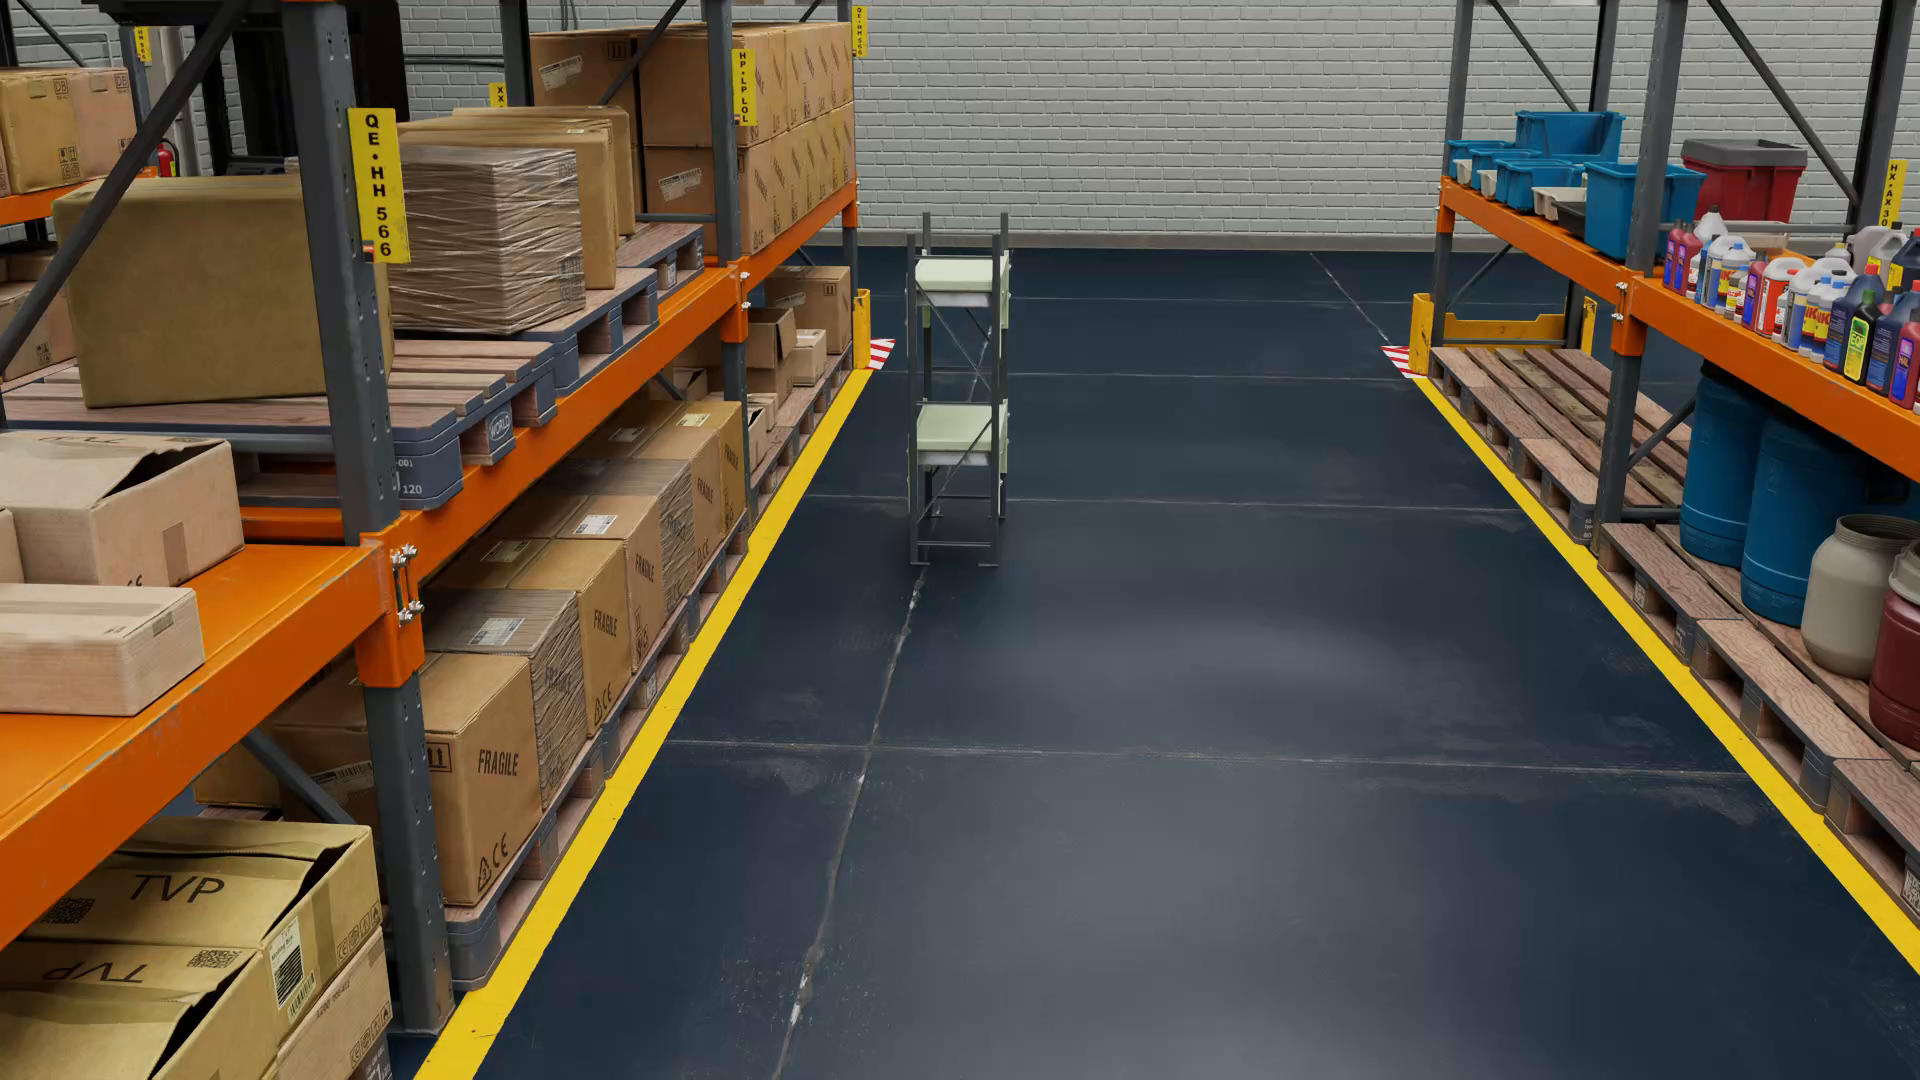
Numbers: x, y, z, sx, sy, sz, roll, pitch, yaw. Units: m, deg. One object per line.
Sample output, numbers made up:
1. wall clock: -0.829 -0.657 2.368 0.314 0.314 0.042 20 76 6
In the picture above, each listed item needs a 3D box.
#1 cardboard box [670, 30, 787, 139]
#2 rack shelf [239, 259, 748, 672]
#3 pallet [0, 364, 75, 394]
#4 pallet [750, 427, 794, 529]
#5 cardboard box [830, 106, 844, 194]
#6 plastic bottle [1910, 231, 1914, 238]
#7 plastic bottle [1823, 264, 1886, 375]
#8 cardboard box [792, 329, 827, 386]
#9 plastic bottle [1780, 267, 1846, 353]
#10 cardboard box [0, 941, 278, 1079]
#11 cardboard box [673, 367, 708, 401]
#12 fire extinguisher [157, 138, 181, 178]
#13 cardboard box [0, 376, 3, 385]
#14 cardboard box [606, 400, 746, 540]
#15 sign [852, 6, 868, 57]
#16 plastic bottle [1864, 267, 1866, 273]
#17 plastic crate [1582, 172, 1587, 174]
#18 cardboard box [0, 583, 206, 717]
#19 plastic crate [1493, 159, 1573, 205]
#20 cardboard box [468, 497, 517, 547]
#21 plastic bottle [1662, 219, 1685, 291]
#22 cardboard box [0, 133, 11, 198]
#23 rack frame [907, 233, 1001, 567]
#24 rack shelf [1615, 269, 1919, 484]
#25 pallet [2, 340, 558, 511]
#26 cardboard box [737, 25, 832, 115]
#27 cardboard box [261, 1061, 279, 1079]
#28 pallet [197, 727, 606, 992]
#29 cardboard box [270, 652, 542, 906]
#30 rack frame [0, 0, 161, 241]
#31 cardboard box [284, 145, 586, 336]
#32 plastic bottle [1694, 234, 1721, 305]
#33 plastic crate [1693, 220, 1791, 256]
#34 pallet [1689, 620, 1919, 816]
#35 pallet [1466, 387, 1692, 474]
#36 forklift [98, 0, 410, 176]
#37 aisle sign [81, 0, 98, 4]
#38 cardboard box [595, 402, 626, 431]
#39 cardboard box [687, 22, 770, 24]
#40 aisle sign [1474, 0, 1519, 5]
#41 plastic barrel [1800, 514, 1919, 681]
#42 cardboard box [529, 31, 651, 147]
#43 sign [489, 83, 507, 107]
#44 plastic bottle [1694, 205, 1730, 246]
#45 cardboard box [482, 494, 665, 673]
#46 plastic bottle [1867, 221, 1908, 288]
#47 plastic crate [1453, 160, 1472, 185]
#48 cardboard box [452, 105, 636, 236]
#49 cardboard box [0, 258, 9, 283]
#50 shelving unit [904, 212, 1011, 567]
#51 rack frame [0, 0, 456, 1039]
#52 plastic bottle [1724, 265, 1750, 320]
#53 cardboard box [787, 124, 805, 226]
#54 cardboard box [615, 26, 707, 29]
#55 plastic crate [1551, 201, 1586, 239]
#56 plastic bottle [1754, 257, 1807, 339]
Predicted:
1. cardboard box: -1.154 -2.280 8.299 0.500 0.500 0.500 1 18 2
2. rack shelf: -1.649 -0.494 5.770 1.077 0.370 4.000 1 18 4
3. pallet: -6.229 -0.856 10.197 1.003 0.211 1.213 1 18 4
4. pallet: -1.455 -0.345 8.639 1.003 0.211 1.213 1 18 4
5. cardboard box: -1.013 -2.441 10.394 0.500 0.500 0.500 1 18 4
6. plastic bottle: 3.758 -1.088 6.613 0.061 0.283 0.133 1 18 4
7. plastic bottle: 2.909 -0.717 5.374 0.144 0.351 0.185 1 18 4
8. cardboard box: -1.110 -1.133 10.274 0.500 0.250 0.500 1 18 4
9. plastic bottle: 2.939 -0.792 5.722 0.152 0.276 0.135 1 18 4
10. cardboard box: -1.615 0.955 3.031 0.500 0.311 0.500 1 18 3
11. cardboard box: -1.694 -0.805 9.174 0.500 0.311 0.500 1 18 4
12. fire extinguisher: -5.689 -2.632 11.860 0.296 0.674 0.183 1 18 4
13. cardboard box: -6.212 -1.124 9.875 0.700 0.500 0.500 2 18 5
14. cardboard box: -1.255 -0.319 7.387 0.500 0.500 0.500 1 18 4
15. sign: -0.666 -3.382 11.059 0.100 0.325 0.005 1 18 4
16. plastic bottle: 3.577 -1.005 6.492 0.097 0.201 0.097 0 18 0
17. plastic crate: 3.809 -2.144 9.977 0.396 0.136 0.243 1 18 4
18. cardboard box: -1.581 0.190 2.930 0.380 0.149 0.250 1 18 4
19. plastic crate: 3.281 -2.059 9.561 0.416 0.233 0.300 1 18 4
20. cardboard box: -1.890 0.144 5.974 0.500 0.500 0.500 1 18 2
21. plastic bottle: 2.983 -1.186 6.912 0.061 0.283 0.133 1 18 4
22. cardboard box: -6.291 -2.330 9.736 0.980 0.700 0.700 0 18 1
23. rack frame: -0.027 -0.597 7.336 0.400 1.500 0.023 1 18 4
24. rack shelf: 3.292 -0.383 5.429 1.077 0.370 4.000 1 18 4
25. pallet: -1.814 -0.336 4.439 1.213 0.211 1.003 1 18 4
26. cardboard box: -1.044 -2.760 9.762 0.500 0.500 0.500 2 18 5
27. cardboard box: -1.620 1.221 3.121 0.500 0.250 0.500 1 18 3
28. pallet: -1.701 0.879 4.901 1.003 0.211 1.213 1 18 4
29. cardboard box: -1.474 0.629 4.495 0.500 0.500 0.500 2 18 6
30. rack frame: -6.160 -2.809 11.679 1.000 3.000 0.127 1 18 4
31. cardboard box: -1.603 -0.940 5.140 0.700 0.500 0.500 5 19 14
32. plastic bottle: 2.977 -1.072 6.585 0.097 0.271 0.097 0 18 0
33. plastic crate: 3.611 -1.390 7.676 0.396 0.136 0.243 1 18 4
34. pallet: 3.253 0.598 5.759 1.003 0.211 1.213 1 18 4
35. pallet: 3.534 -0.630 9.506 1.003 0.211 1.213 1 18 4
36. forklift: -3.685 -1.860 8.893 1.130 2.935 3.031 6 19 17
37. aisle sign: -5.855 -4.060 11.322 0.394 0.787 0.004 1 18 4
38. cardboard box: -1.783 -0.334 7.432 0.500 0.500 0.500 0 18 1
39. cardboard box: -1.513 -3.090 10.771 0.500 0.500 0.500 2 18 6
40. aisle sign: 3.431 -3.852 10.688 0.394 0.787 0.004 1 18 4
41. plastic barrel: 3.199 0.199 5.820 0.421 0.512 0.421 0 18 0
42. cardboard box: -1.727 -2.143 7.879 0.500 0.500 0.500 1 18 4
43. sign: -2.047 -1.879 7.448 0.100 0.325 0.005 1 18 4
44. plastic bottle: 3.084 -1.208 6.870 0.144 0.351 0.185 1 18 4
45. cardboard box: -1.369 0.148 5.962 0.500 0.500 0.500 1 18 2
46. plastic bottle: 3.552 -1.033 6.336 0.144 0.351 0.185 1 18 4
47. plastic crate: 3.270 -2.324 10.526 0.250 0.136 0.298 1 18 4
48. cardboard box: -1.762 -1.562 7.039 0.700 0.500 0.500 -5 19 -15
49. cardboard box: -6.355 -1.718 10.646 0.380 0.149 0.250 1 18 4
50. shelving unit: 0.000 -0.711 7.683 0.431 1.500 0.755 1 18 4
51. rack frame: -1.792 -0.215 3.762 1.000 3.000 0.127 1 18 4
52. plastic bottle: 2.953 -0.937 6.284 0.097 0.201 0.097 0 18 0
53. cardboard box: -1.125 -1.972 8.962 0.500 0.500 0.500 1 18 4
54. cardboard box: -1.620 -2.615 9.320 0.500 0.500 0.500 1 18 3
55. plastic crate: 3.247 -1.597 8.325 0.437 0.125 0.590 1 18 4
56. plastic bottle: 2.955 -0.864 5.941 0.152 0.276 0.135 1 18 4
